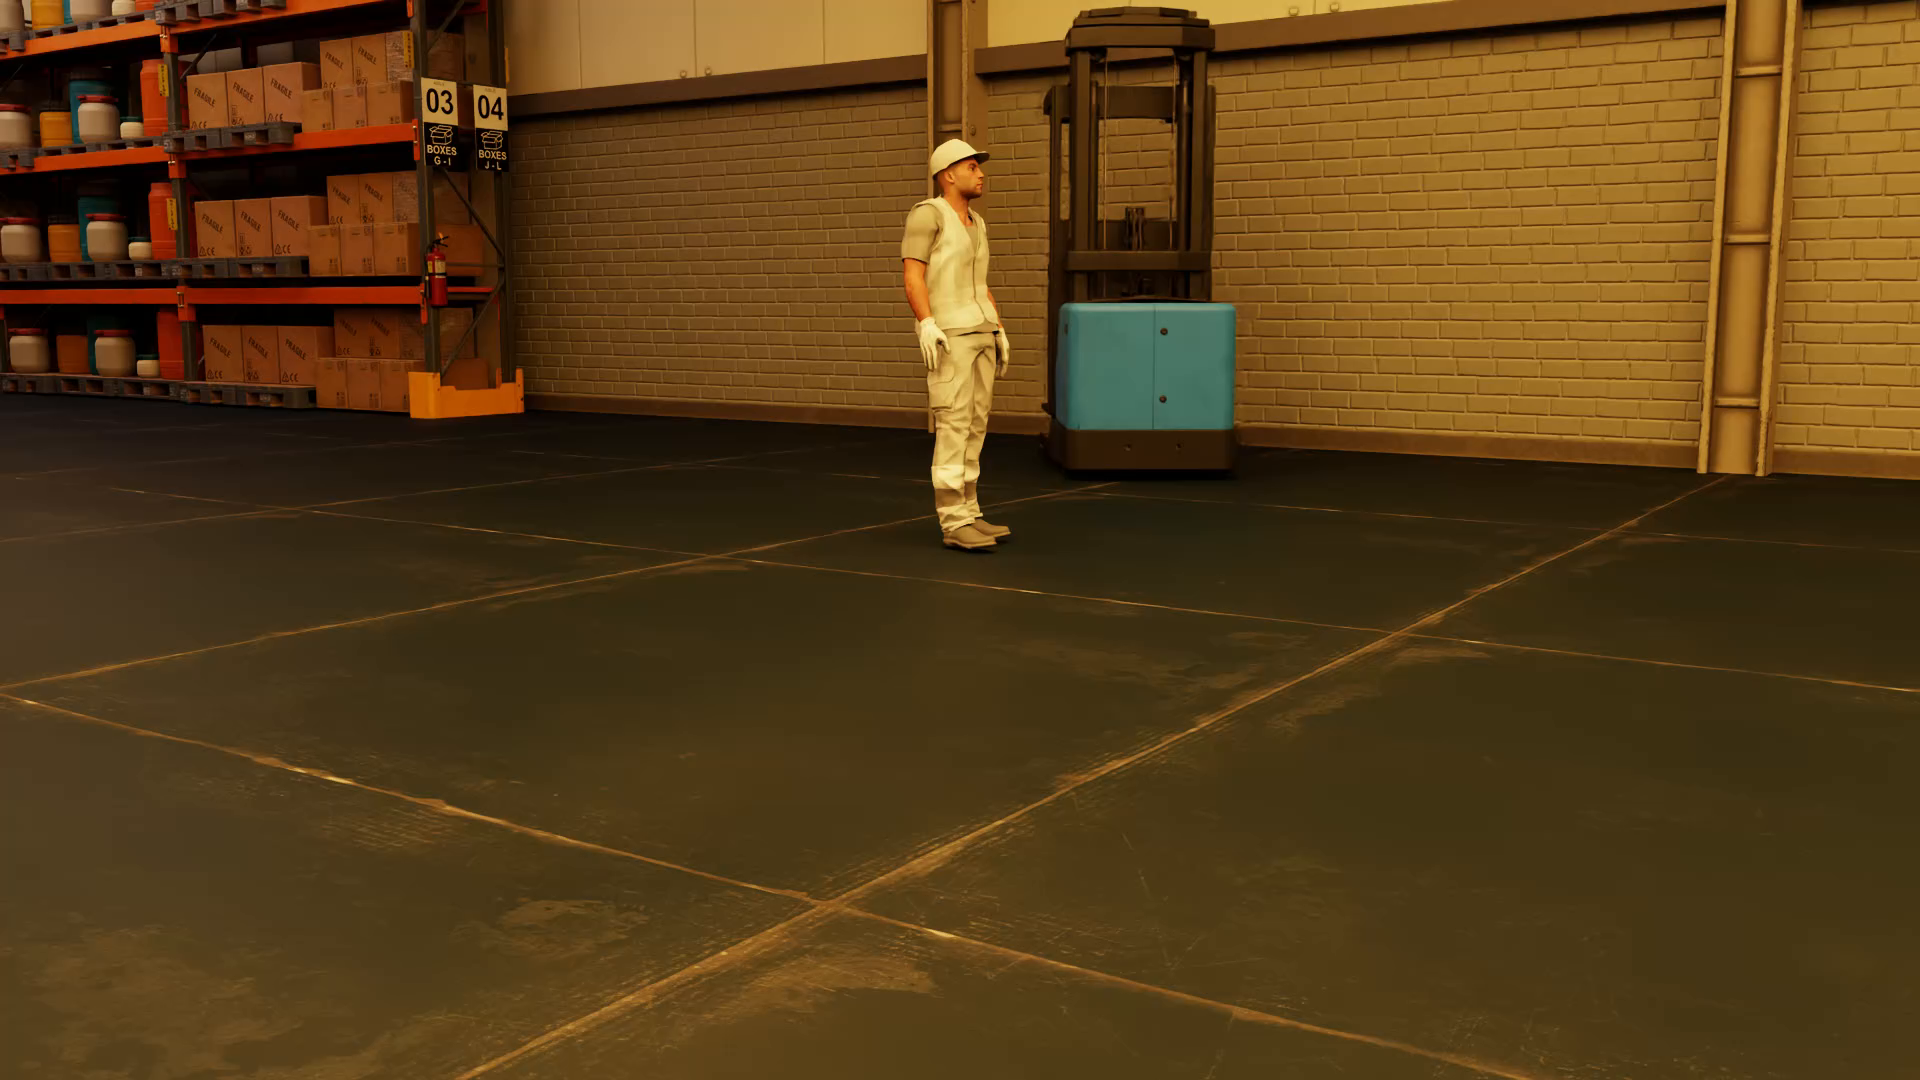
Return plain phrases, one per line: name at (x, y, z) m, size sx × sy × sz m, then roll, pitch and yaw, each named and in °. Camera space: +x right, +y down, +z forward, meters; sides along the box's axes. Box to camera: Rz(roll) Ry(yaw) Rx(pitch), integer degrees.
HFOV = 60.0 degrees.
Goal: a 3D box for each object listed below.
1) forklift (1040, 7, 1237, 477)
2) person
forklift at (1.140, -2.019, 11.392) m, size 1.130 × 2.935 × 3.031 m, roll 0°, pitch 8°, yaw -1°
person at (0.059, -0.885, 7.422) m, size 0.564 × 1.787 × 0.637 m, roll 5°, pitch 10°, yaw 34°
